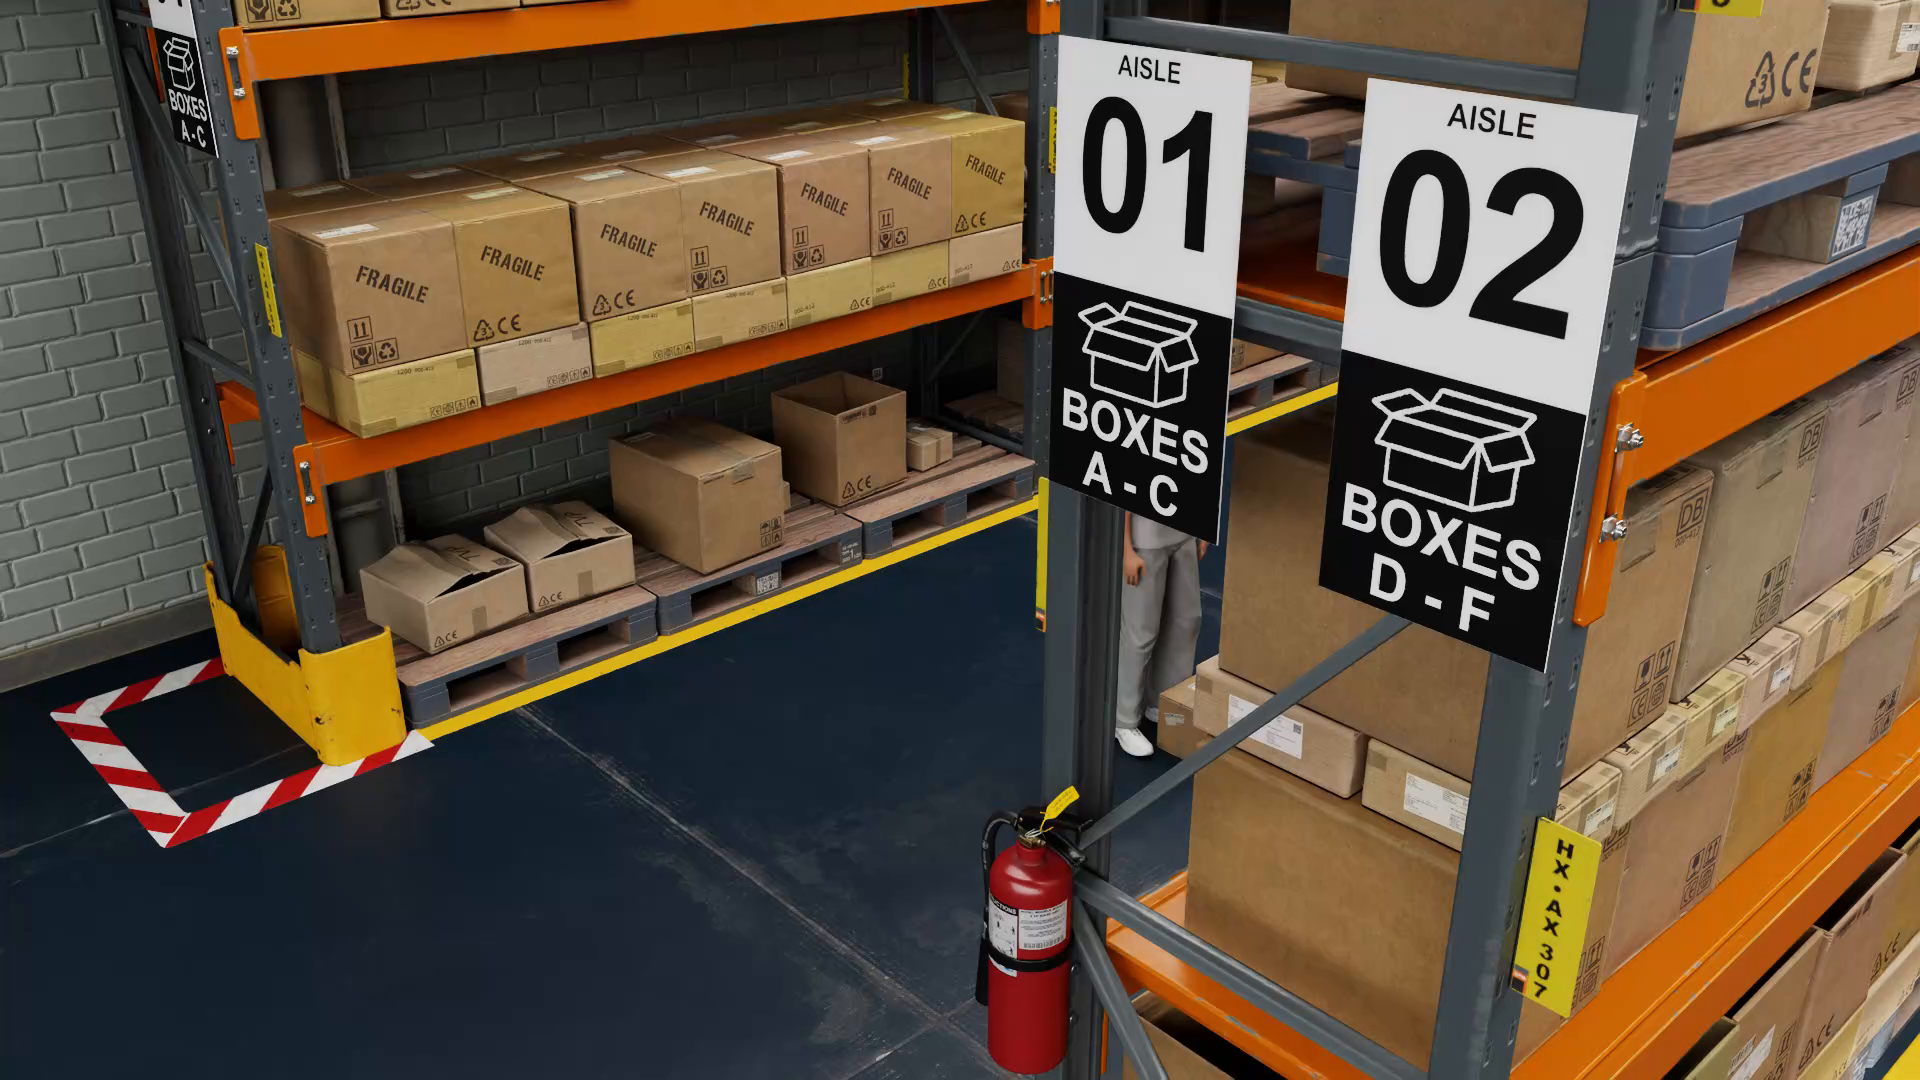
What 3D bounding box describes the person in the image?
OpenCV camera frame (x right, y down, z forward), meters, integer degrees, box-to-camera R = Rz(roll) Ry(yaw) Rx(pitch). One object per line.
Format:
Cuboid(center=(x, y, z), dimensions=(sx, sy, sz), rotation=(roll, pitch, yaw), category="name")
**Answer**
Cuboid(center=(0.813, 0.019, 6.563), dimensions=(0.486, 1.673, 0.406), rotation=(-21, 32, -38), category="person")
